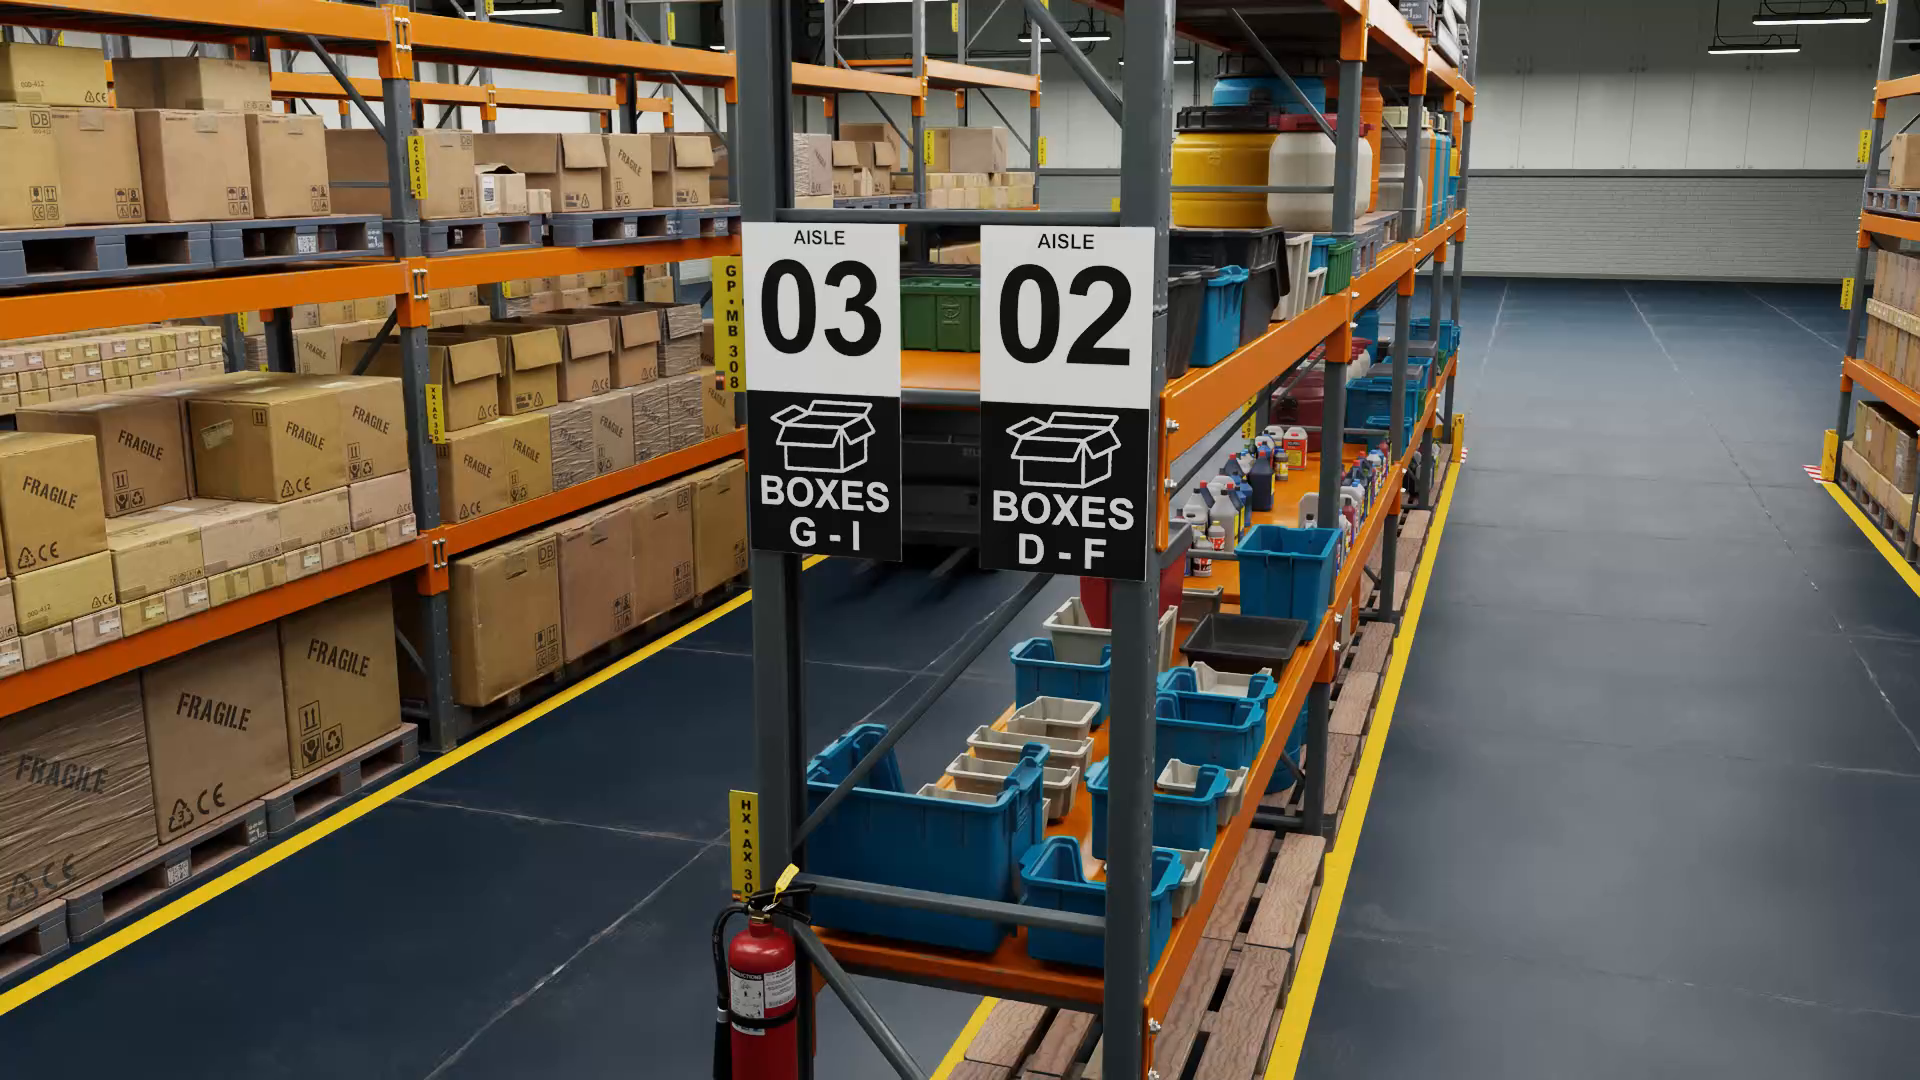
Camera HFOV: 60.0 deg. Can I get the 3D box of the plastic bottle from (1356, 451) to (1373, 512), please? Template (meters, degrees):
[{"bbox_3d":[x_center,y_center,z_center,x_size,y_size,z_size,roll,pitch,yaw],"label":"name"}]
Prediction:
[{"bbox_3d":[2.376,-0.347,9.878,0.144,0.351,0.185,4,14,18],"label":"plastic bottle"}]

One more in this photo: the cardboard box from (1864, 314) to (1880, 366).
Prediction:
[{"bbox_3d":[9.675,-2.037,16.945,0.700,0.500,0.500,4,14,18],"label":"cardboard box"}]

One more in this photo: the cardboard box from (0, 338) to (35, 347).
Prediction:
[{"bbox_3d":[-7.540,-1.505,13.126,0.380,0.149,0.250,5,14,20],"label":"cardboard box"}]

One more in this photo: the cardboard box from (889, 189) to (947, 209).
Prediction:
[{"bbox_3d":[-0.440,-3.423,16.838,0.500,0.250,0.500,4,13,16],"label":"cardboard box"}]

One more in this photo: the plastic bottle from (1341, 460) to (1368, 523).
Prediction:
[{"bbox_3d":[2.273,-0.280,9.585,0.144,0.351,0.185,4,14,18],"label":"plastic bottle"}]

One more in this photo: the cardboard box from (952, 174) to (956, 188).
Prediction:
[{"bbox_3d":[-0.263,-3.758,17.413,0.380,0.149,0.250,5,14,20],"label":"cardboard box"}]

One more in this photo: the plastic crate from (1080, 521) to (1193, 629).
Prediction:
[{"bbox_3d":[0.744,0.194,7.120,0.402,0.464,0.583,4,14,18],"label":"plastic crate"}]

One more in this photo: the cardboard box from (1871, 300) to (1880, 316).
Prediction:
[{"bbox_3d":[9.425,-2.327,16.761,0.380,0.149,0.250,4,13,17],"label":"cardboard box"}]

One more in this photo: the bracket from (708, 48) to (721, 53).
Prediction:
[{"bbox_3d":[-6.720,-13.408,45.418,0.235,0.232,0.430,4,14,18],"label":"bracket"}]

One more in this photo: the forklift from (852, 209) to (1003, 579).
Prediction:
[{"bbox_3d":[-0.125,-1.262,13.930,1.130,2.935,3.031,3,13,14],"label":"forklift"}]

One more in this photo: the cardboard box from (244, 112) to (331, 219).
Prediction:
[{"bbox_3d":[-3.613,-1.868,8.298,0.700,0.500,0.500,4,13,15],"label":"cardboard box"}]

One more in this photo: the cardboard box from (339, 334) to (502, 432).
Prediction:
[{"bbox_3d":[-3.218,-0.945,9.910,0.797,0.503,0.637,4,13,17],"label":"cardboard box"}]

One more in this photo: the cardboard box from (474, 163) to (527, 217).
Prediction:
[{"bbox_3d":[-2.977,-2.121,10.054,0.500,0.311,0.500,4,13,16],"label":"cardboard box"}]

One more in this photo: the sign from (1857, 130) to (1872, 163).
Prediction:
[{"bbox_3d":[9.315,-4.054,17.123,0.100,0.325,0.005,4,14,18],"label":"sign"}]

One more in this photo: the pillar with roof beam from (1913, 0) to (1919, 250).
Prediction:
[{"bbox_3d":[20.752,-11.071,43.270,9.100,9.000,0.548,4,14,18],"label":"pillar with roof beam"}]

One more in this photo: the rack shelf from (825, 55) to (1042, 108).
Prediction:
[{"bbox_3d":[-0.181,-4.951,18.079,1.077,0.370,4.000,4,14,18],"label":"rack shelf"}]

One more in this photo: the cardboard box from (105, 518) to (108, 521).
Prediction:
[{"bbox_3d":[-4.312,0.053,7.685,0.500,0.250,0.500,4,14,19],"label":"cardboard box"}]

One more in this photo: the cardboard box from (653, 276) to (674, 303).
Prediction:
[{"bbox_3d":[-4.272,-3.169,21.796,0.875,0.550,0.550,4,14,18],"label":"cardboard box"}]

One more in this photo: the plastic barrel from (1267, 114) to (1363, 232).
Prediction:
[{"bbox_3d":[1.677,-1.742,7.890,0.433,0.535,0.433,0,13,0],"label":"plastic barrel"}]

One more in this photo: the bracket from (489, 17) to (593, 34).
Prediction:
[{"bbox_3d":[-9.495,-11.602,37.506,0.076,0.066,4.783,4,14,18],"label":"bracket"}]

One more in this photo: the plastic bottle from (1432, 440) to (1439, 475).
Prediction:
[{"bbox_3d":[4.771,-0.832,16.856,0.144,0.351,0.185,5,14,21],"label":"plastic bottle"}]

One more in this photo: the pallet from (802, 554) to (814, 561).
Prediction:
[{"bbox_3d":[-1.868,0.080,14.162,1.003,0.211,1.213,4,14,18],"label":"pallet"}]

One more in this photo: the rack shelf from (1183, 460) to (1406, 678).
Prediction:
[{"bbox_3d":[1.917,0.014,9.804,1.077,0.370,4.000,4,14,18],"label":"rack shelf"}]

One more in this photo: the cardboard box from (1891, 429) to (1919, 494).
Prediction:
[{"bbox_3d":[8.660,-0.691,14.823,0.500,0.500,0.500,4,14,18],"label":"cardboard box"}]

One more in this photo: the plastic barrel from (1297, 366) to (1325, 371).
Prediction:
[{"bbox_3d":[2.695,-1.045,12.573,0.421,0.512,0.421,0,13,0],"label":"plastic barrel"}]

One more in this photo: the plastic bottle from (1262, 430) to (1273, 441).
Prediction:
[{"bbox_3d":[2.055,-0.605,11.188,0.097,0.271,0.097,0,13,0],"label":"plastic bottle"}]

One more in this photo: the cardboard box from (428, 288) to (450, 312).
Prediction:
[{"bbox_3d":[-5.808,-2.658,17.421,0.700,0.500,0.500,4,13,17],"label":"cardboard box"}]

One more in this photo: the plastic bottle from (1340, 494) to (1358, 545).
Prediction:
[{"bbox_3d":[2.080,-0.120,9.054,0.152,0.276,0.135,4,14,18],"label":"plastic bottle"}]

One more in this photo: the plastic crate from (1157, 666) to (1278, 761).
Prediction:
[{"bbox_3d":[0.890,0.610,5.816,0.416,0.233,0.300,4,14,18],"label":"plastic crate"}]

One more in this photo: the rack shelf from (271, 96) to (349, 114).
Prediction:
[{"bbox_3d":[-9.558,-5.664,21.205,1.077,0.370,4.000,4,14,18],"label":"rack shelf"}]

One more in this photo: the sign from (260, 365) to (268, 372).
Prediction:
[{"bbox_3d":[-3.933,-0.835,9.483,0.100,0.325,0.005,4,14,18],"label":"sign"}]

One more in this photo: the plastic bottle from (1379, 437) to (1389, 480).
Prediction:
[{"bbox_3d":[2.762,-0.537,10.861,0.061,0.283,0.133,4,14,18],"label":"plastic bottle"}]

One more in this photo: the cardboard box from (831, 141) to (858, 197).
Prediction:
[{"bbox_3d":[-1.378,-3.384,15.157,0.797,0.503,0.637,5,14,21],"label":"cardboard box"}]

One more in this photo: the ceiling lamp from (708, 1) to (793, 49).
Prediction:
[{"bbox_3d":[-4.684,-12.801,37.732,2.000,3.185,0.800,4,14,18],"label":"ceiling lamp"}]

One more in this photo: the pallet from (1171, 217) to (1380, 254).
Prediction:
[{"bbox_3d":[1.795,-1.697,9.367,1.003,0.211,1.213,4,14,18],"label":"pallet"}]

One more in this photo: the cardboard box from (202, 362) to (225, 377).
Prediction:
[{"bbox_3d":[-6.508,-1.438,14.170,0.380,0.149,0.250,5,14,19],"label":"cardboard box"}]

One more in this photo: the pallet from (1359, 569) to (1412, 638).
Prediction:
[{"bbox_3d":[2.851,0.441,12.581,1.003,0.211,1.213,4,14,18],"label":"pallet"}]

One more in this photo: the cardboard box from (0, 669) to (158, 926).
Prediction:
[{"bbox_3d":[-4.285,1.069,7.396,0.875,0.875,0.875,4,14,18],"label":"cardboard box"}]

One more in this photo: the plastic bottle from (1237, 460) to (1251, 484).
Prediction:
[{"bbox_3d":[1.669,-0.338,10.006,0.152,0.276,0.135,4,14,18],"label":"plastic bottle"}]

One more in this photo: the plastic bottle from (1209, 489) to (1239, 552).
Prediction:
[{"bbox_3d":[1.394,-0.099,8.790,0.144,0.351,0.185,4,14,18],"label":"plastic bottle"}]

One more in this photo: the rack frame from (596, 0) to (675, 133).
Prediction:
[{"bbox_3d":[-4.195,-6.102,21.501,1.000,3.000,0.127,4,14,18],"label":"rack frame"}]

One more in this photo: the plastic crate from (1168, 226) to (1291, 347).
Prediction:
[{"bbox_3d":[0.730,-0.808,5.185,0.504,0.338,0.767,4,14,18],"label":"plastic crate"}]

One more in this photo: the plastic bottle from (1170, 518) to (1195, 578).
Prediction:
[{"bbox_3d":[1.091,0.038,8.358,0.152,0.276,0.135,4,14,18],"label":"plastic bottle"}]

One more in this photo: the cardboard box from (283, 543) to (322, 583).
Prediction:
[{"bbox_3d":[-3.455,0.100,8.373,0.380,0.149,0.250,5,14,19],"label":"cardboard box"}]

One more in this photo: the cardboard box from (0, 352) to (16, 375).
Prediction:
[{"bbox_3d":[-7.179,-1.292,12.193,0.380,0.149,0.250,4,14,18],"label":"cardboard box"}]

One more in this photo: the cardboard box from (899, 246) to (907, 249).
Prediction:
[{"bbox_3d":[-0.783,-2.858,17.629,0.500,0.500,0.500,4,14,18],"label":"cardboard box"}]

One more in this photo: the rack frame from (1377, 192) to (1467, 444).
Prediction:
[{"bbox_3d":[5.152,-2.443,18.949,1.000,3.000,0.127,4,14,18],"label":"rack frame"}]

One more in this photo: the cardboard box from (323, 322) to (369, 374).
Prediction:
[{"bbox_3d":[-6.057,-1.830,16.042,0.500,0.500,0.500,4,14,18],"label":"cardboard box"}]

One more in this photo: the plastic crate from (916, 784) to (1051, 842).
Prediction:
[{"bbox_3d":[0.068,0.841,5.021,0.396,0.136,0.243,4,14,18],"label":"plastic crate"}]

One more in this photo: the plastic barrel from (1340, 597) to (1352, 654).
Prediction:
[{"bbox_3d":[2.324,0.480,10.793,0.421,0.512,0.421,0,13,0],"label":"plastic barrel"}]

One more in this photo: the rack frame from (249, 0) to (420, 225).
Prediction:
[{"bbox_3d":[-3.417,-3.197,8.774,1.000,3.000,0.127,4,14,18],"label":"rack frame"}]

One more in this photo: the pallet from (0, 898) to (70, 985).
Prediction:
[{"bbox_3d":[-4.526,1.755,6.824,1.003,0.211,1.213,4,14,18],"label":"pallet"}]
